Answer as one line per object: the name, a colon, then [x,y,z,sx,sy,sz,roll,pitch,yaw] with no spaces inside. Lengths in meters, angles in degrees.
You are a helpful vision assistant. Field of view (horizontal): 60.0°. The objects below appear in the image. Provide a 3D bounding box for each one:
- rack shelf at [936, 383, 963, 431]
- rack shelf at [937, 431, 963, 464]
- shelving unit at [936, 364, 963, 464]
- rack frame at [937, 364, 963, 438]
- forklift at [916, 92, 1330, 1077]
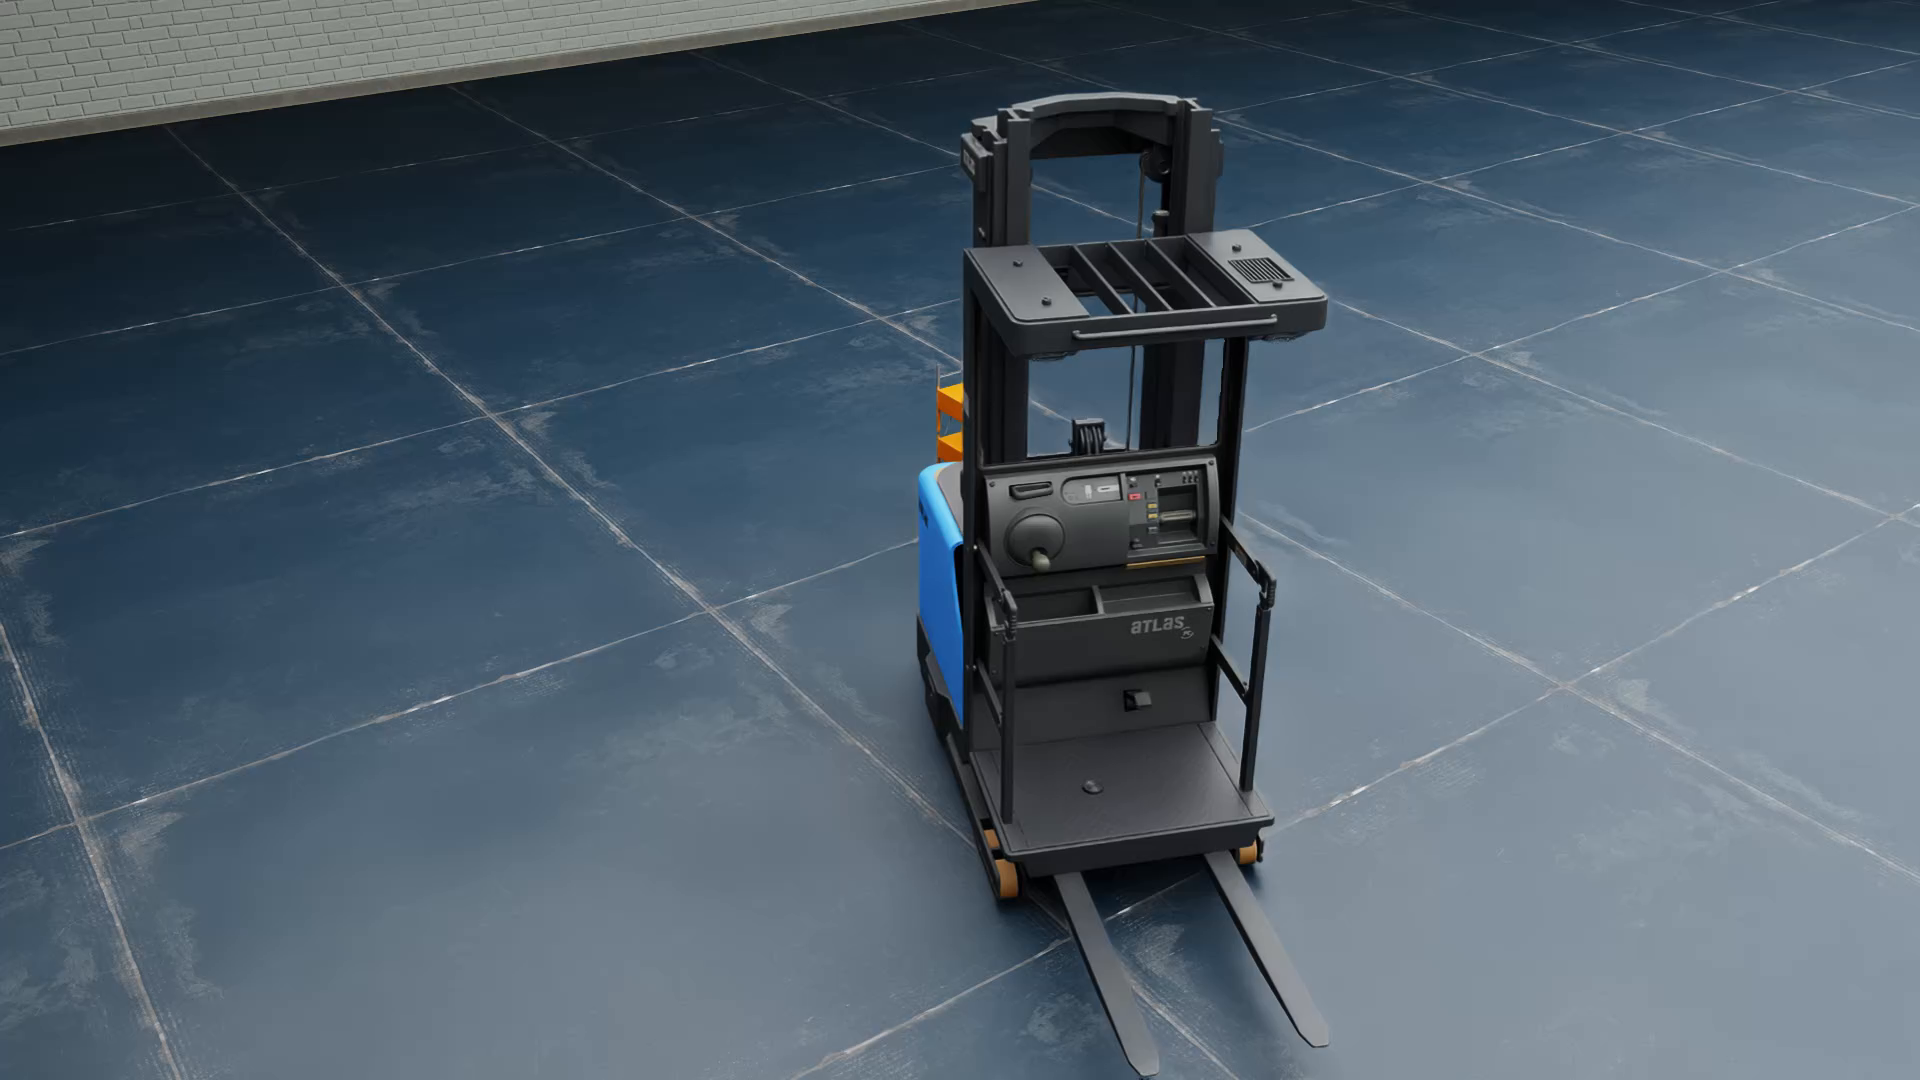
rack shelf: [0.031,-0.681,8.831,0.215,0.259,0.240,-19,34,-31]
rack shelf: [0.031,-0.431,8.966,0.215,0.259,0.240,-19,34,-31]
shelving unit: [0.031,-0.441,8.961,0.215,1.050,0.252,-19,34,-31]
rack frame: [-0.040,-0.488,9.048,0.200,1.050,0.008,-19,34,-31]
forklift: [0.607,-0.054,6.279,1.130,2.935,3.031,-6,29,-11]
